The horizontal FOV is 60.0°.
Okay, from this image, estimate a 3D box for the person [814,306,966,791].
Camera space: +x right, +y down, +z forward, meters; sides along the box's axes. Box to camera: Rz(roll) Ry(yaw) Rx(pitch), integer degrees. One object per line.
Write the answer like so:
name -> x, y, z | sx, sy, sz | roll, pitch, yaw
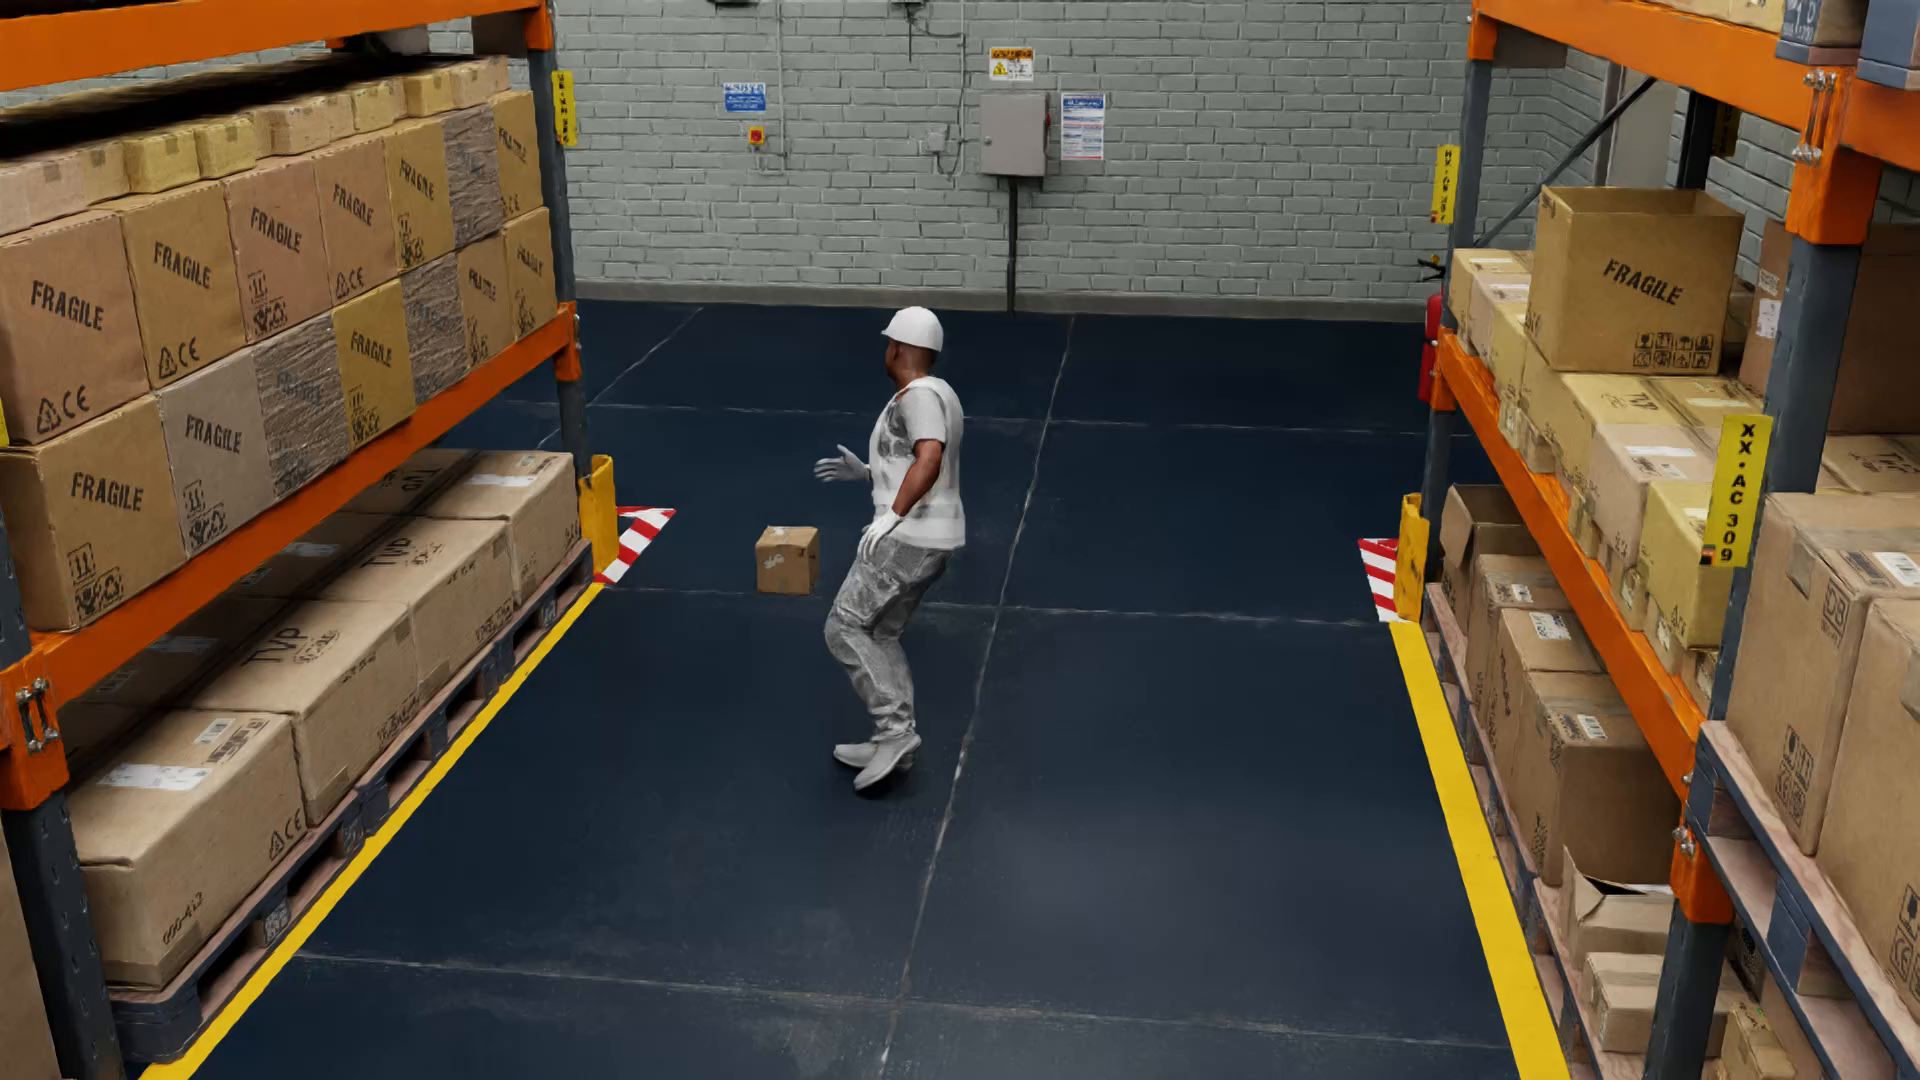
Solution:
person -> -0.292, 0.009, 6.204 | 0.573, 1.663, 0.944 | 4, 21, 11
